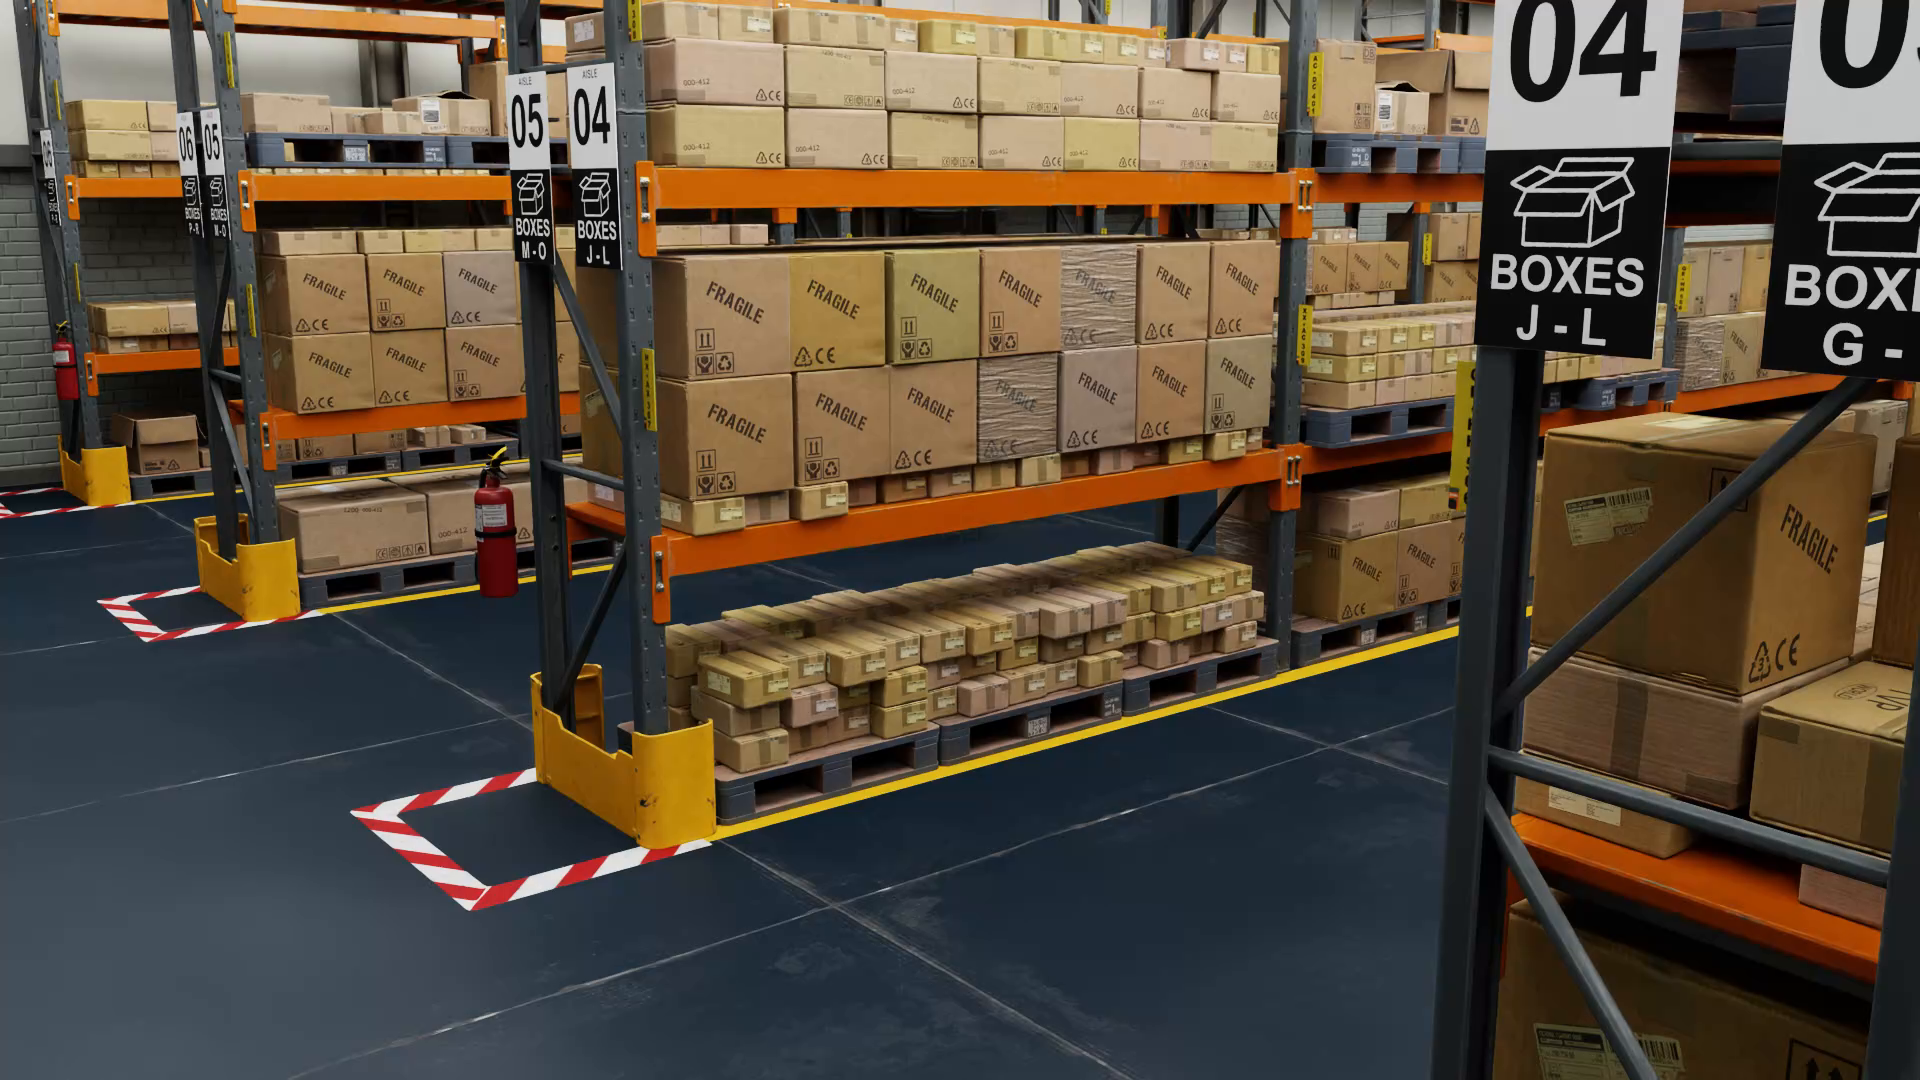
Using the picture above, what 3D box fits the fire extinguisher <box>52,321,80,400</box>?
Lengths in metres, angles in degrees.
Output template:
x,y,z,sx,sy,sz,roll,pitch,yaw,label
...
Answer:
x,y,z,sx,sy,sz,roll,pitch,yaw,label
-7.686,-1.546,14.271,0.183,0.674,0.296,-9,15,-38,fire extinguisher

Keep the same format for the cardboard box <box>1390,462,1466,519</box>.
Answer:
x,y,z,sx,sy,sz,roll,pitch,yaw,label
3.096,-0.322,10.627,0.500,0.250,0.500,-9,15,-36,cardboard box

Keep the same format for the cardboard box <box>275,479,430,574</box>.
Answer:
x,y,z,sx,sy,sz,roll,pitch,yaw,label
-4.303,-0.109,11.580,0.875,0.438,0.875,-10,16,-40,cardboard box

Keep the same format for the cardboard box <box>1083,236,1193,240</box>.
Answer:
x,y,z,sx,sy,sz,roll,pitch,yaw,label
1.034,-1.449,9.368,0.500,0.500,0.500,-9,15,-36,cardboard box

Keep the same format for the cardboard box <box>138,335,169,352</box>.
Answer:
x,y,z,sx,sy,sz,roll,pitch,yaw,label
-7.262,-1.776,14.875,0.250,0.149,0.380,-9,15,-36,cardboard box

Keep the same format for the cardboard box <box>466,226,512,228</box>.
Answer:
x,y,z,sx,sy,sz,roll,pitch,yaw,label
-3.422,-2.195,12.036,0.250,0.149,0.380,-9,15,-36,cardboard box

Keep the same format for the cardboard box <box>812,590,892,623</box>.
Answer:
x,y,z,sx,sy,sz,roll,pitch,yaw,label
-0.558,0.378,8.548,0.250,0.149,0.380,-9,15,-36,cardboard box

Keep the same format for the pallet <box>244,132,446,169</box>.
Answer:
x,y,z,sx,sy,sz,roll,pitch,yaw,label
-4.183,-2.577,11.037,1.213,0.211,1.003,-9,15,-38,pallet

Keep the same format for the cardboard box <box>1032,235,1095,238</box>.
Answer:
x,y,z,sx,sy,sz,roll,pitch,yaw,label
0.855,-2.454,14.817,0.500,0.500,0.500,-9,15,-37,cardboard box

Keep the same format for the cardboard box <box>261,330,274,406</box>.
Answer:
x,y,z,sx,sy,sz,roll,pitch,yaw,label
-4.545,-1.210,11.365,0.500,0.500,0.500,-9,15,-37,cardboard box

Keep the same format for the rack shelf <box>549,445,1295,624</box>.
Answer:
x,y,z,sx,sy,sz,roll,pitch,yaw,label
-0.023,-0.173,8.456,4.000,0.370,1.077,-9,15,-38,rack shelf

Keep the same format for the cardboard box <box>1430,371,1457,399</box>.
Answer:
x,y,z,sx,sy,sz,roll,pitch,yaw,label
2.741,-0.945,9.951,0.250,0.149,0.380,-9,15,-37,cardboard box

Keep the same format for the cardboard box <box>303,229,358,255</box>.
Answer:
x,y,z,sx,sy,sz,roll,pitch,yaw,label
-4.146,-1.958,10.916,0.250,0.149,0.380,-9,15,-36,cardboard box

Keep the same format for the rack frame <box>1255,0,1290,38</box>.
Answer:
x,y,z,sx,sy,sz,roll,pitch,yaw,label
4.634,-6.871,23.821,0.127,3.000,1.000,-9,15,-38,rack frame

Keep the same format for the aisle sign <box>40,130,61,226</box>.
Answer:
x,y,z,sx,sy,sz,roll,pitch,yaw,label
-7.730,-3.075,14.131,0.004,0.787,0.394,-9,15,-38,aisle sign

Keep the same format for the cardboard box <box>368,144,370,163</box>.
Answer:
x,y,z,sx,sy,sz,roll,pitch,yaw,label
-5.763,-3.682,15.669,0.500,0.250,0.500,-9,15,-36,cardboard box

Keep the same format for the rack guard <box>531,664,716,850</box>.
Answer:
x,y,z,sx,sy,sz,roll,pitch,yaw,label
-1.526,0.947,7.465,0.348,0.500,1.175,-9,15,-38,rack guard

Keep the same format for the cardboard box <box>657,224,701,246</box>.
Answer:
x,y,z,sx,sy,sz,roll,pitch,yaw,label
-2.149,-2.291,12.486,0.250,0.149,0.380,-9,15,-38,cardboard box

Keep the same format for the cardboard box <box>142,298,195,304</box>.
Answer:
x,y,z,sx,sy,sz,roll,pitch,yaw,label
-7.263,-2.102,15.450,0.500,0.250,0.500,-9,15,-37,cardboard box

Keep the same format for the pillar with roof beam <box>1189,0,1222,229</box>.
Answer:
x,y,z,sx,sy,sz,roll,pitch,yaw,label
6.216,-6.228,20.796,0.400,9.000,9.100,-9,15,-38,pillar with roof beam

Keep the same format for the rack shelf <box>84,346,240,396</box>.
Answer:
x,y,z,sx,sy,sz,roll,pitch,yaw,label
-6.298,-1.768,15.964,4.000,0.370,1.077,-9,15,-38,rack shelf

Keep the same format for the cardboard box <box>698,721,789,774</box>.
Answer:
x,y,z,sx,sy,sz,roll,pitch,yaw,label
-0.976,0.907,7.487,0.250,0.149,0.380,-9,15,-37,cardboard box

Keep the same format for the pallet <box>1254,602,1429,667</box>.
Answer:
x,y,z,sx,sy,sz,roll,pitch,yaw,label
2.146,0.478,10.370,1.213,0.211,1.003,-9,15,-38,pallet

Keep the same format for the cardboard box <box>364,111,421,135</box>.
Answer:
x,y,z,sx,sy,sz,roll,pitch,yaw,label
-3.763,-2.758,11.028,0.250,0.149,0.380,-9,15,-36,cardboard box

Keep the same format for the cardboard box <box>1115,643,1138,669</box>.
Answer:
x,y,z,sx,sy,sz,roll,pitch,yaw,label
0.742,0.590,8.982,0.250,0.149,0.380,-10,16,-39,cardboard box

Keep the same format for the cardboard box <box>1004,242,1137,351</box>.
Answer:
x,y,z,sx,sy,sz,roll,pitch,yaw,label
0.532,-1.231,8.342,0.500,0.500,0.500,-9,15,-36,cardboard box

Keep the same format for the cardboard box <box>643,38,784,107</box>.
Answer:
x,y,z,sx,sy,sz,roll,pitch,yaw,label
-1.072,-1.920,6.887,0.500,0.250,0.500,-9,15,-37,cardboard box

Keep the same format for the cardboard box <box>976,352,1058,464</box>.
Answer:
x,y,z,sx,sy,sz,roll,pitch,yaw,label
0.125,-0.676,8.133,0.500,0.500,0.500,-10,16,-39,cardboard box

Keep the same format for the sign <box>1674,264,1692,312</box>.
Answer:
x,y,z,sx,sy,sz,roll,pitch,yaw,label
5.008,-1.745,11.527,0.005,0.325,0.100,-9,15,-38,sign

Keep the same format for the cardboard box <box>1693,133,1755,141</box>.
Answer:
x,y,z,sx,sy,sz,roll,pitch,yaw,label
5.365,-3.040,11.965,0.500,0.311,0.500,-9,15,-38,cardboard box

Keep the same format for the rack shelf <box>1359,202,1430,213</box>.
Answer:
x,y,z,sx,sy,sz,roll,pitch,yaw,label
6.176,-3.988,19.196,4.000,0.370,1.077,-9,15,-38,rack shelf

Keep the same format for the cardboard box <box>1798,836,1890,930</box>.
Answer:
x,y,z,sx,sy,sz,roll,pitch,yaw,label
1.918,0.682,3.299,0.250,0.149,0.380,-9,15,-37,cardboard box

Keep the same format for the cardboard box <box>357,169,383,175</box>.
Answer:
x,y,z,sx,sy,sz,roll,pitch,yaw,label
-5.663,-3.503,15.788,0.250,0.149,0.380,-9,15,-36,cardboard box

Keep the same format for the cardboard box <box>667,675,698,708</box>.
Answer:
x,y,z,sx,sy,sz,roll,pitch,yaw,label
-1.351,0.663,7.921,0.250,0.149,0.380,-10,16,-39,cardboard box

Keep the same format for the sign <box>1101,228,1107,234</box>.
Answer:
x,y,z,sx,sy,sz,roll,pitch,yaw,label
1.857,-3.858,21.480,0.005,0.325,0.100,-9,15,-38,sign

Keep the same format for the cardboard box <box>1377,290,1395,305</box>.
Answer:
x,y,z,sx,sy,sz,roll,pitch,yaw,label
4.385,-2.584,17.668,0.250,0.149,0.380,-9,15,-37,cardboard box

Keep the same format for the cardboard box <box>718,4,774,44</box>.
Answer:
x,y,z,sx,sy,sz,roll,pitch,yaw,label
-0.980,-2.135,6.935,0.250,0.149,0.380,-9,15,-35,cardboard box

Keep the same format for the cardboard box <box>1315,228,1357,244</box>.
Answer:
x,y,z,sx,sy,sz,roll,pitch,yaw,label
3.865,-3.142,17.173,0.250,0.149,0.380,-10,16,-39,cardboard box

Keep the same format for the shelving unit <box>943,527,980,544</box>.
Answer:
x,y,z,sx,sy,sz,roll,pitch,yaw,label
0.011,-0.589,13.013,0.189,1.200,0.258,-9,15,-38,shelving unit

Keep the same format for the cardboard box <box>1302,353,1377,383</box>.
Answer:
x,y,z,sx,sy,sz,roll,pitch,yaw,label
2.133,-0.989,9.444,0.250,0.149,0.380,-9,15,-37,cardboard box

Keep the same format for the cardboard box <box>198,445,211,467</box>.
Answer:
x,y,z,sx,sy,sz,roll,pitch,yaw,label
-6.967,-0.784,15.451,0.250,0.149,0.380,-10,16,-40,cardboard box

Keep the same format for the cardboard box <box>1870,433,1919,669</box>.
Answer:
x,y,z,sx,sy,sz,roll,pitch,yaw,label
2.369,0.029,3.608,0.500,0.500,0.500,-10,16,-39,cardboard box

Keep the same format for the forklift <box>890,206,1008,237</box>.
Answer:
x,y,z,sx,sy,sz,roll,pitch,yaw,label
-0.119,-2.342,17.102,1.130,2.935,3.031,2,12,11,forklift

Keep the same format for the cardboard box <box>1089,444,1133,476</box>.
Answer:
x,y,z,sx,sy,sz,roll,pitch,yaw,label
0.673,-0.441,8.590,0.250,0.149,0.380,-10,16,-40,cardboard box

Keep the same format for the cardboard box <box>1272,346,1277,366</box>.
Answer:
x,y,z,sx,sy,sz,roll,pitch,yaw,label
1.726,-1.096,9.949,0.250,0.149,0.380,-9,15,-36,cardboard box

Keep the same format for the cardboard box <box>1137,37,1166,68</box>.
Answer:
x,y,z,sx,sy,sz,roll,pitch,yaw,label
0.822,-2.444,8.393,0.250,0.149,0.380,-9,15,-36,cardboard box

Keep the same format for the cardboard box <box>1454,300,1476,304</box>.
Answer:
x,y,z,sx,sy,sz,roll,pitch,yaw,label
3.570,-1.548,11.360,0.250,0.149,0.380,-10,16,-40,cardboard box

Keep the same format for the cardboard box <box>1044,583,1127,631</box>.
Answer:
x,y,z,sx,sy,sz,roll,pitch,yaw,label
0.654,0.346,8.699,0.250,0.149,0.380,-10,16,-40,cardboard box

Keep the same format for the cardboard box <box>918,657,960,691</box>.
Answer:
x,y,z,sx,sy,sz,roll,pitch,yaw,label
-0.215,0.613,8.154,0.250,0.149,0.380,-10,16,-40,cardboard box

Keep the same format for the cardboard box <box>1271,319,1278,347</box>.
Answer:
x,y,z,sx,sy,sz,roll,pitch,yaw,label
1.730,-1.242,9.918,0.250,0.149,0.380,-9,15,-35,cardboard box

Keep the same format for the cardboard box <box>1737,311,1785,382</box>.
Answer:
x,y,z,sx,sy,sz,roll,pitch,yaw,label
5.970,-1.499,12.726,0.500,0.500,0.500,-9,15,-38,cardboard box

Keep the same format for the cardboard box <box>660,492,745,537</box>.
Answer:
x,y,z,sx,sy,sz,roll,pitch,yaw,label
-1.127,-0.132,7.132,0.250,0.149,0.380,-10,15,-38,cardboard box

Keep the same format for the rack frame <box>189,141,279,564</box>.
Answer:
x,y,z,sx,sy,sz,roll,pitch,yaw,label
-4.756,-1.056,10.878,0.127,3.000,1.000,-9,15,-38,rack frame
